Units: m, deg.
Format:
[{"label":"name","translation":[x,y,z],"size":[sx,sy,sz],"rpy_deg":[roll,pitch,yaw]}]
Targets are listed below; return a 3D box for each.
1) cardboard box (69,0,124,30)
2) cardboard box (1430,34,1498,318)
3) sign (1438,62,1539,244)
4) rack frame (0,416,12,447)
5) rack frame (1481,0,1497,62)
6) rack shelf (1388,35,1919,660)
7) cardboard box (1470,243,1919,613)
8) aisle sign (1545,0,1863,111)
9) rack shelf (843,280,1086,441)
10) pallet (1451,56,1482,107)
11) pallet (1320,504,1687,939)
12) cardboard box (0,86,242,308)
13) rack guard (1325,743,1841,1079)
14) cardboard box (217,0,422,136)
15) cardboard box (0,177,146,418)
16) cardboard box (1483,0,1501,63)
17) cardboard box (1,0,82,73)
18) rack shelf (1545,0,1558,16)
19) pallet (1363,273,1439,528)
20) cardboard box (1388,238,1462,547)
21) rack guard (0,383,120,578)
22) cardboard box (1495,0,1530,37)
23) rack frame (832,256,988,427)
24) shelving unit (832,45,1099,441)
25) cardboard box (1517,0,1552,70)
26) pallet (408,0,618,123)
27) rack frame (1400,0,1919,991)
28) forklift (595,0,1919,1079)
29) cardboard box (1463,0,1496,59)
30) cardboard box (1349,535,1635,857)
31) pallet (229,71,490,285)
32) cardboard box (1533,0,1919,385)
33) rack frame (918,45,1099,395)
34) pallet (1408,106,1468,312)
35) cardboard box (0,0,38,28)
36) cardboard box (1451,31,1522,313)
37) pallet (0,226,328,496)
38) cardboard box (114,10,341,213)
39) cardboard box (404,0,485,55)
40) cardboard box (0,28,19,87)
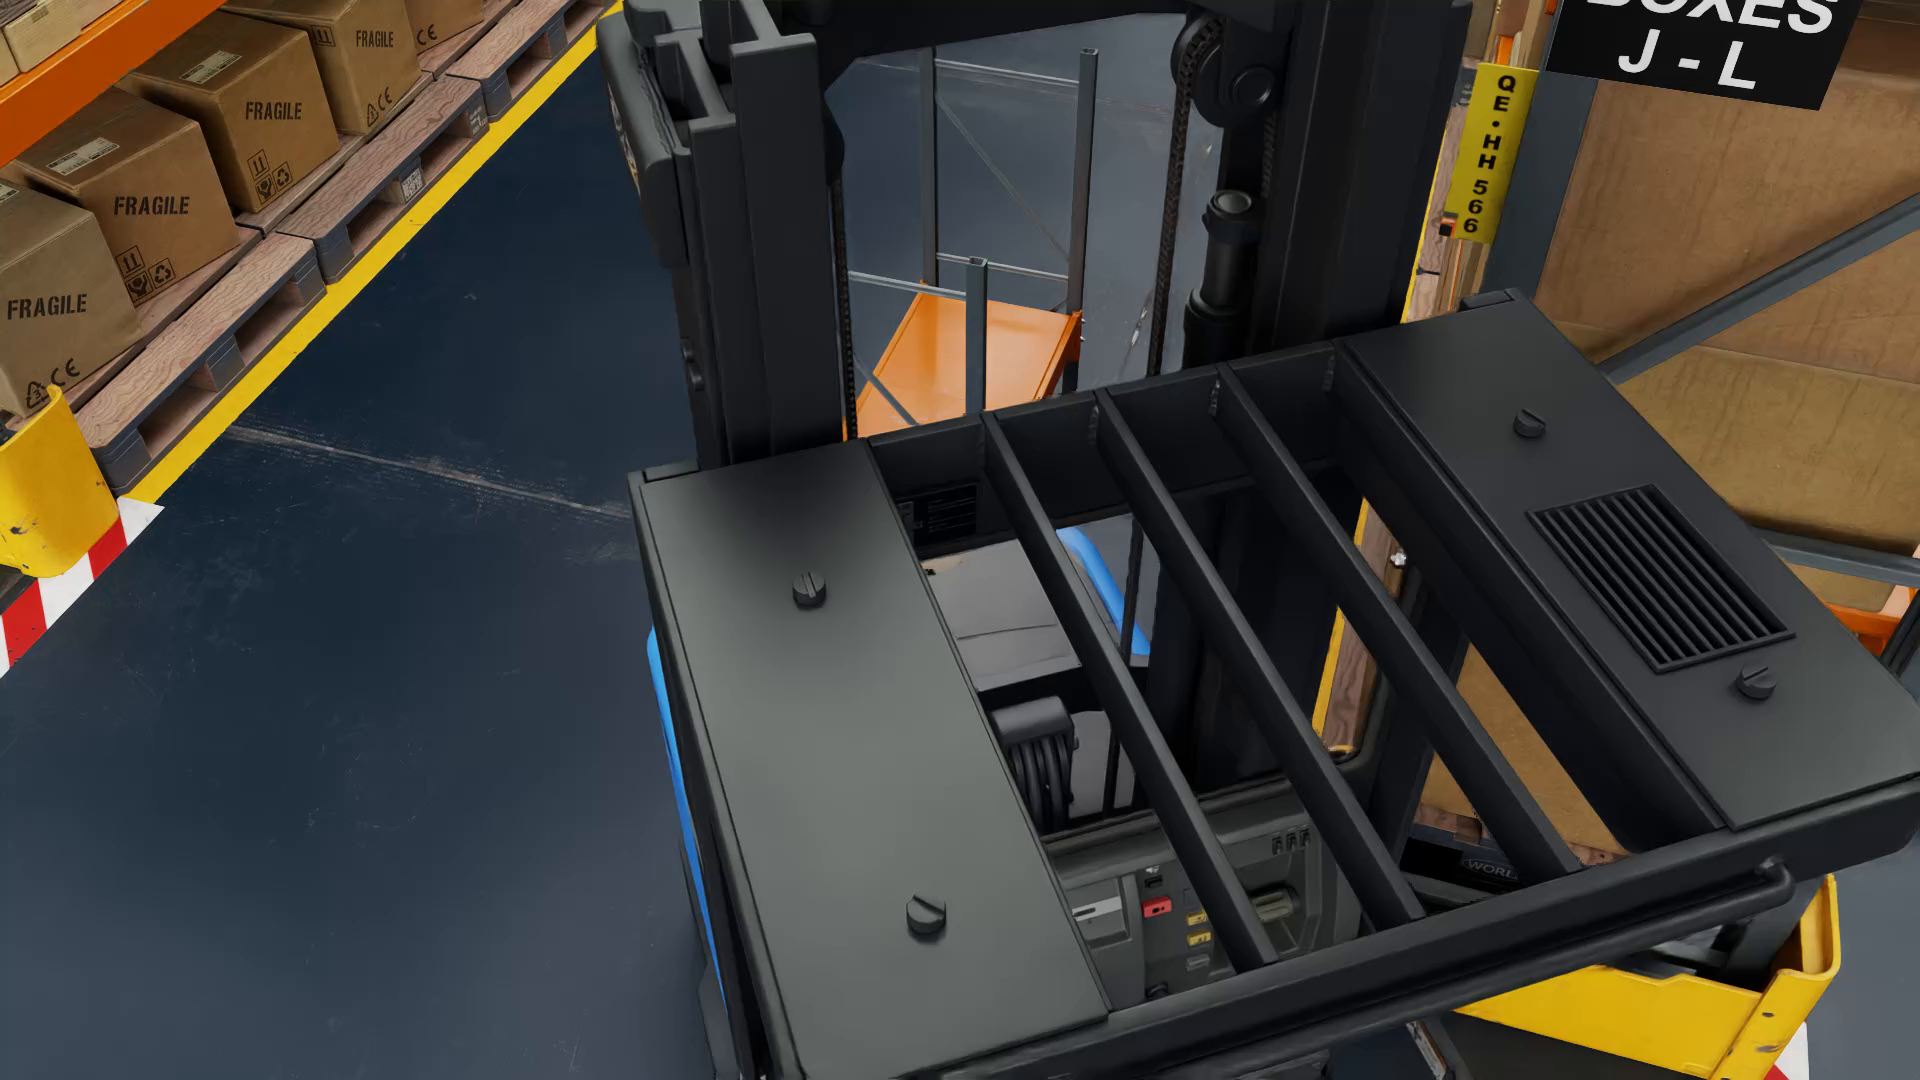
[{"label":"cardboard box","translation":[-2.754,-1.677,4.999],"size":[0.380,0.149,0.250],"rpy_deg":[13,46,13]},{"label":"cardboard box","translation":[2.074,-1.063,5.411],"size":[0.875,0.875,0.875],"rpy_deg":[13,46,13]},{"label":"sign","translation":[0.876,-0.635,2.757],"size":[0.100,0.325,0.005],"rpy_deg":[13,46,13]},{"label":"rack frame","translation":[-3.307,-1.130,4.261],"size":[1.000,3.000,0.127],"rpy_deg":[13,46,13]},{"label":"rack frame","translation":[2.601,-2.679,5.843],"size":[1.000,3.000,0.127],"rpy_deg":[13,46,13]},{"label":"rack shelf","translation":[1.995,-1.089,4.732],"size":[1.077,0.370,4.000],"rpy_deg":[13,46,13]},{"label":"cardboard box","translation":[1.458,-0.323,3.328],"size":[0.875,0.550,0.550],"rpy_deg":[13,46,13]},{"label":"aisle sign","translation":[1.082,-0.958,2.226],"size":[0.394,0.787,0.004],"rpy_deg":[13,46,13]},{"label":"rack shelf","translation":[-0.026,-0.351,4.793],"size":[0.538,0.185,1.000],"rpy_deg":[13,46,13]},{"label":"pallet","translation":[2.762,-2.212,7.360],"size":[1.003,0.211,1.213],"rpy_deg":[13,46,13]},{"label":"pallet","translation":[1.557,0.435,4.655],"size":[1.003,0.211,1.213],"rpy_deg":[13,46,13]},{"label":"cardboard box","translation":[-2.954,-1.206,5.824],"size":[0.500,0.500,0.500],"rpy_deg":[24,49,23]},{"label":"rack guard","translation":[1.382,0.897,3.976],"size":[1.175,0.500,0.348],"rpy_deg":[13,46,13]},{"label":"cardboard box","translation":[-2.534,-1.981,6.617],"size":[0.500,0.500,0.500],"rpy_deg":[9,45,9]},{"label":"cardboard box","translation":[-3.102,-0.800,5.410],"size":[0.500,0.500,0.500],"rpy_deg":[21,48,20]},{"label":"cardboard box","translation":[2.343,-1.665,6.026],"size":[0.875,0.875,0.875],"rpy_deg":[13,46,13]},{"label":"cardboard box","translation":[-2.810,-1.506,4.824],"size":[0.380,0.149,0.250],"rpy_deg":[13,46,13]},{"label":"rack shelf","translation":[1.995,-2.161,3.683],"size":[1.077,0.370,4.000],"rpy_deg":[13,46,13]},{"label":"pallet","translation":[1.928,-0.376,5.483],"size":[1.003,0.211,1.213],"rpy_deg":[13,46,13]},{"label":"cardboard box","translation":[1.796,-0.456,4.790],"size":[0.875,0.875,0.875],"rpy_deg":[12,46,12]},{"label":"rack guard","translation":[-3.284,-0.288,5.187],"size":[1.175,0.500,0.348],"rpy_deg":[13,46,13]},{"label":"cardboard box","translation":[2.080,-1.777,4.815],"size":[0.875,0.550,0.550],"rpy_deg":[13,46,13]},{"label":"rack frame","translation":[-0.180,-0.140,4.321],"size":[0.500,1.500,0.032],"rpy_deg":[13,46,13]},{"label":"shelving unit","translation":[-0.023,-0.485,4.674],"size":[0.587,1.500,1.083],"rpy_deg":[13,46,13]},{"label":"cardboard box","translation":[1.617,-1.077,3.327],"size":[0.875,0.550,0.550],"rpy_deg":[13,46,13]},{"label":"pallet","translation":[-2.266,-2.345,7.495],"size":[1.003,0.211,1.213],"rpy_deg":[13,46,13]},{"label":"rack frame","translation":[1.389,-0.013,3.118],"size":[1.000,3.000,0.127],"rpy_deg":[13,46,13]},{"label":"forklift","translation":[0.254,0.749,2.389],"size":[1.130,2.935,3.031],"rpy_deg":[-13,46,-13]},{"label":"cardboard box","translation":[2.703,-2.458,6.925],"size":[1.050,0.750,0.750],"rpy_deg":[12,46,12]},{"label":"cardboard box","translation":[1.532,0.131,4.191],"size":[0.875,0.875,0.875],"rpy_deg":[13,46,13]},{"label":"pallet","translation":[-2.633,-1.529,6.662],"size":[1.003,0.211,1.213],"rpy_deg":[13,46,13]},{"label":"cardboard box","translation":[1.539,-0.691,2.932],"size":[0.875,0.550,0.550],"rpy_deg":[13,46,13]},{"label":"rack frame","translation":[0.128,-0.818,5.014],"size":[0.500,1.500,0.032],"rpy_deg":[13,46,13]},{"label":"pallet","translation":[2.296,-1.192,6.317],"size":[1.003,0.211,1.213],"rpy_deg":[13,46,13]},{"label":"cardboard box","translation":[-3.114,-1.633,4.490],"size":[0.875,0.500,0.500],"rpy_deg":[13,46,13]},{"label":"cardboard box","translation":[1.604,-0.694,3.708],"size":[0.875,0.550,0.550],"rpy_deg":[13,46,13]},{"label":"pallet","translation":[-3.004,-0.718,5.833],"size":[1.003,0.211,1.213],"rpy_deg":[13,46,13]},{"label":"cardboard box","translation":[-2.746,-1.619,6.247],"size":[0.500,0.500,0.500],"rpy_deg":[17,47,16]},{"label":"cardboard box","translation":[-2.421,-2.412,7.057],"size":[0.500,0.500,0.500],"rpy_deg":[27,50,25]},{"label":"cardboard box","translation":[-2.900,-1.343,4.657],"size":[0.380,0.149,0.250],"rpy_deg":[13,46,13]}]
